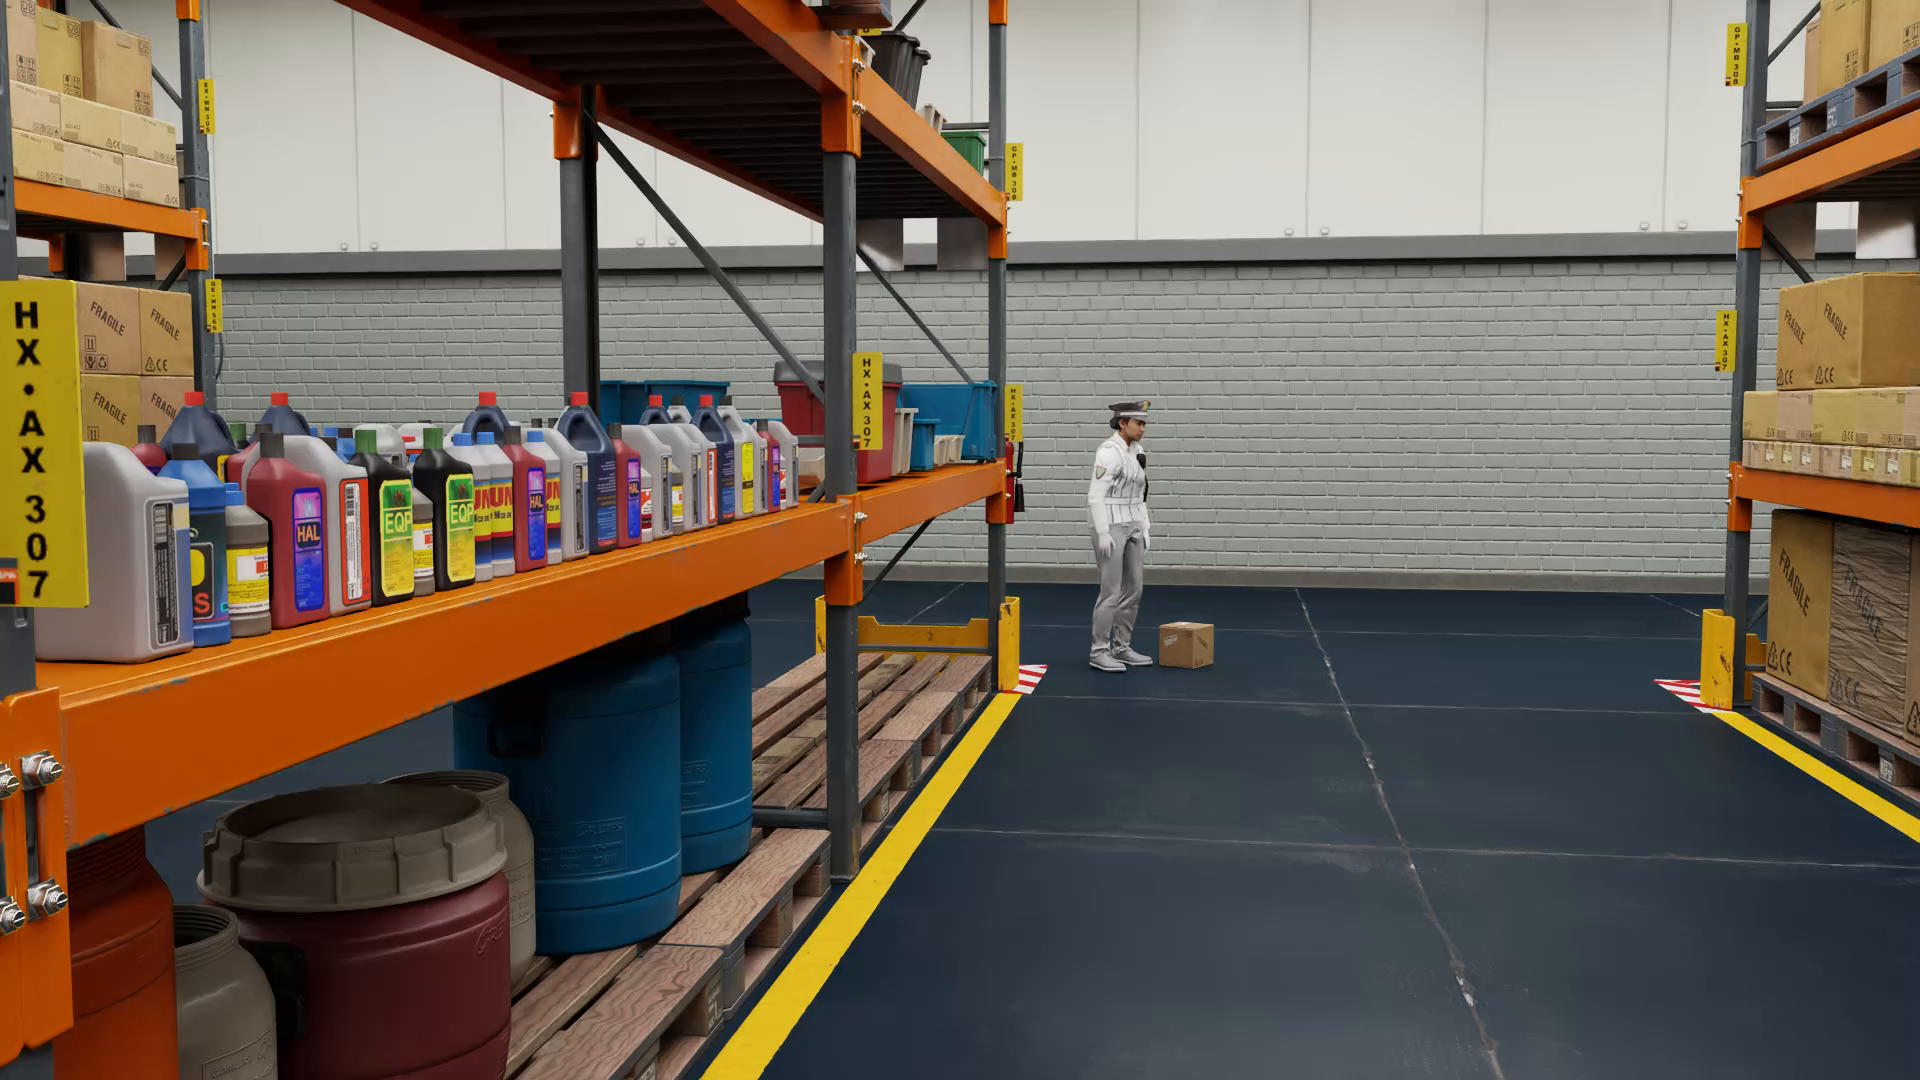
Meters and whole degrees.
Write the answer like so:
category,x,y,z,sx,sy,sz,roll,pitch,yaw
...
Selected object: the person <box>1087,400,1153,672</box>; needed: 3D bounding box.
category,x,y,z,sx,sy,sz,roll,pitch,yaw
person,1.000,-0.038,10.353,0.371,1.663,0.530,4,6,40
